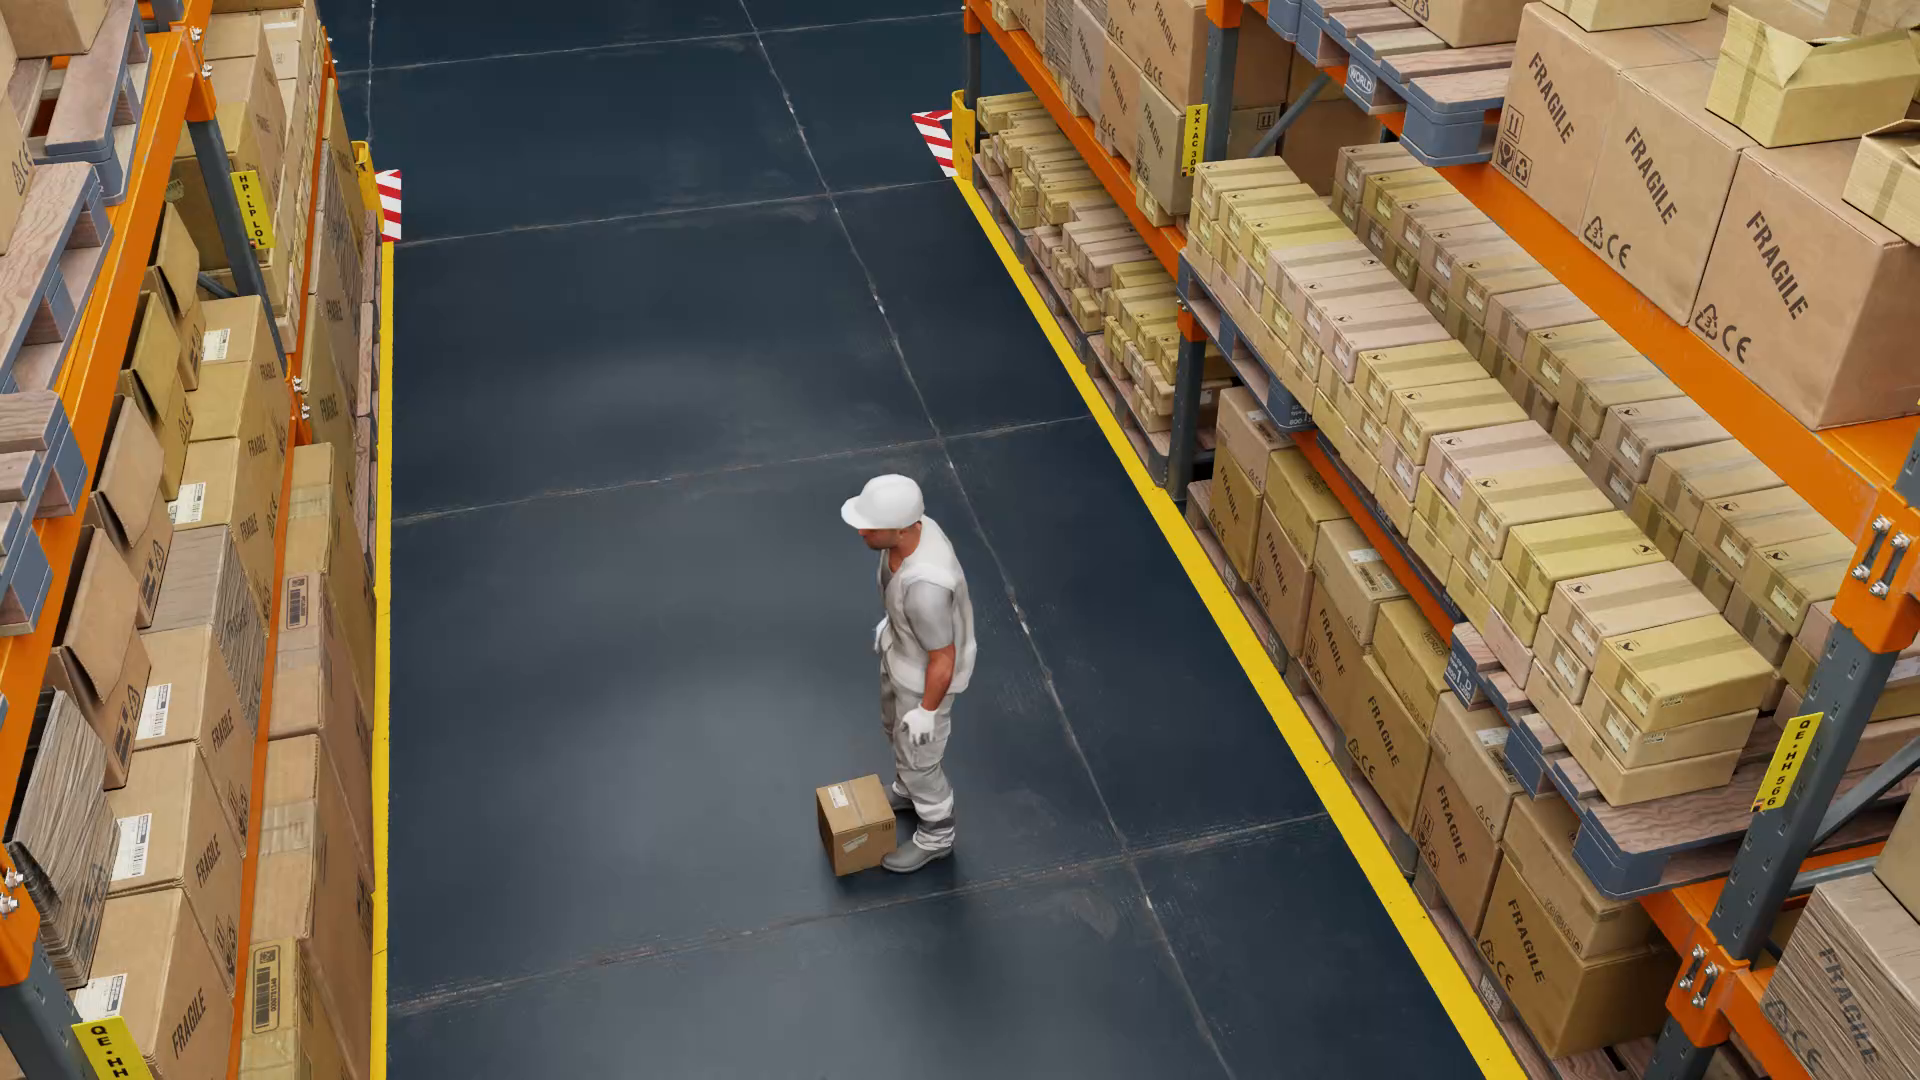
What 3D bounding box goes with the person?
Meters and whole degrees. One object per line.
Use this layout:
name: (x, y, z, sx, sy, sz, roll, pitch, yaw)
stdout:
person: (-0.183, 0.474, 6.094, 0.452, 1.778, 0.606, -9, 39, -12)
